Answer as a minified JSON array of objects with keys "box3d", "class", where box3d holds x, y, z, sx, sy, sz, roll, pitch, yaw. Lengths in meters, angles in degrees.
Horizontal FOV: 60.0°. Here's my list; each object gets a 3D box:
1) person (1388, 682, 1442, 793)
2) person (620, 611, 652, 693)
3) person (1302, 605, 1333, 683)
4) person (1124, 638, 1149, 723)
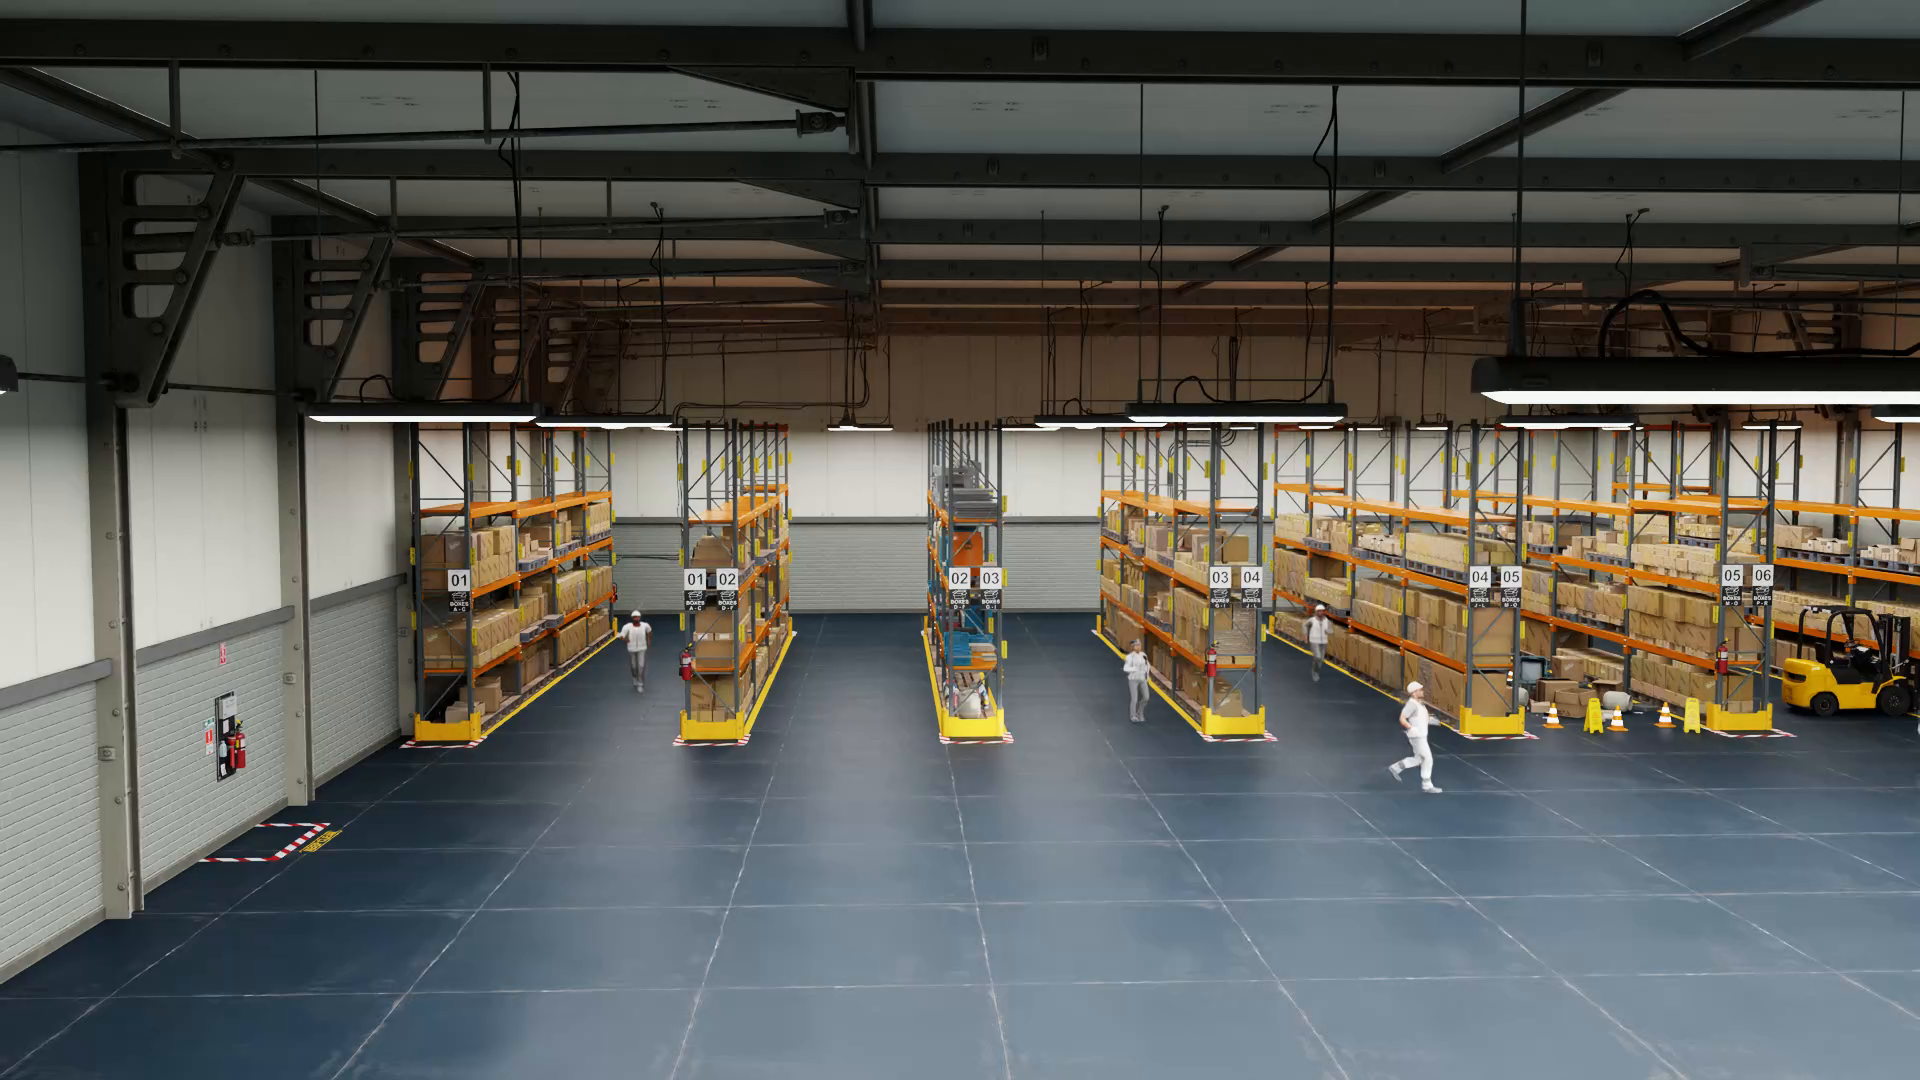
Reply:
[{"box3d":[7.271,3.141,26.558,0.876,1.761,0.669,2,4,28],"class":"person"},{"box3d":[-7.193,2.450,36.937,0.699,1.766,0.988,-1,4,-10],"class":"person"},{"box3d":[8.282,2.384,38.348,0.637,1.790,0.673,-1,4,-10],"class":"person"},{"box3d":[3.535,2.782,32.817,0.596,1.690,0.614,-1,4,-14],"class":"person"}]
